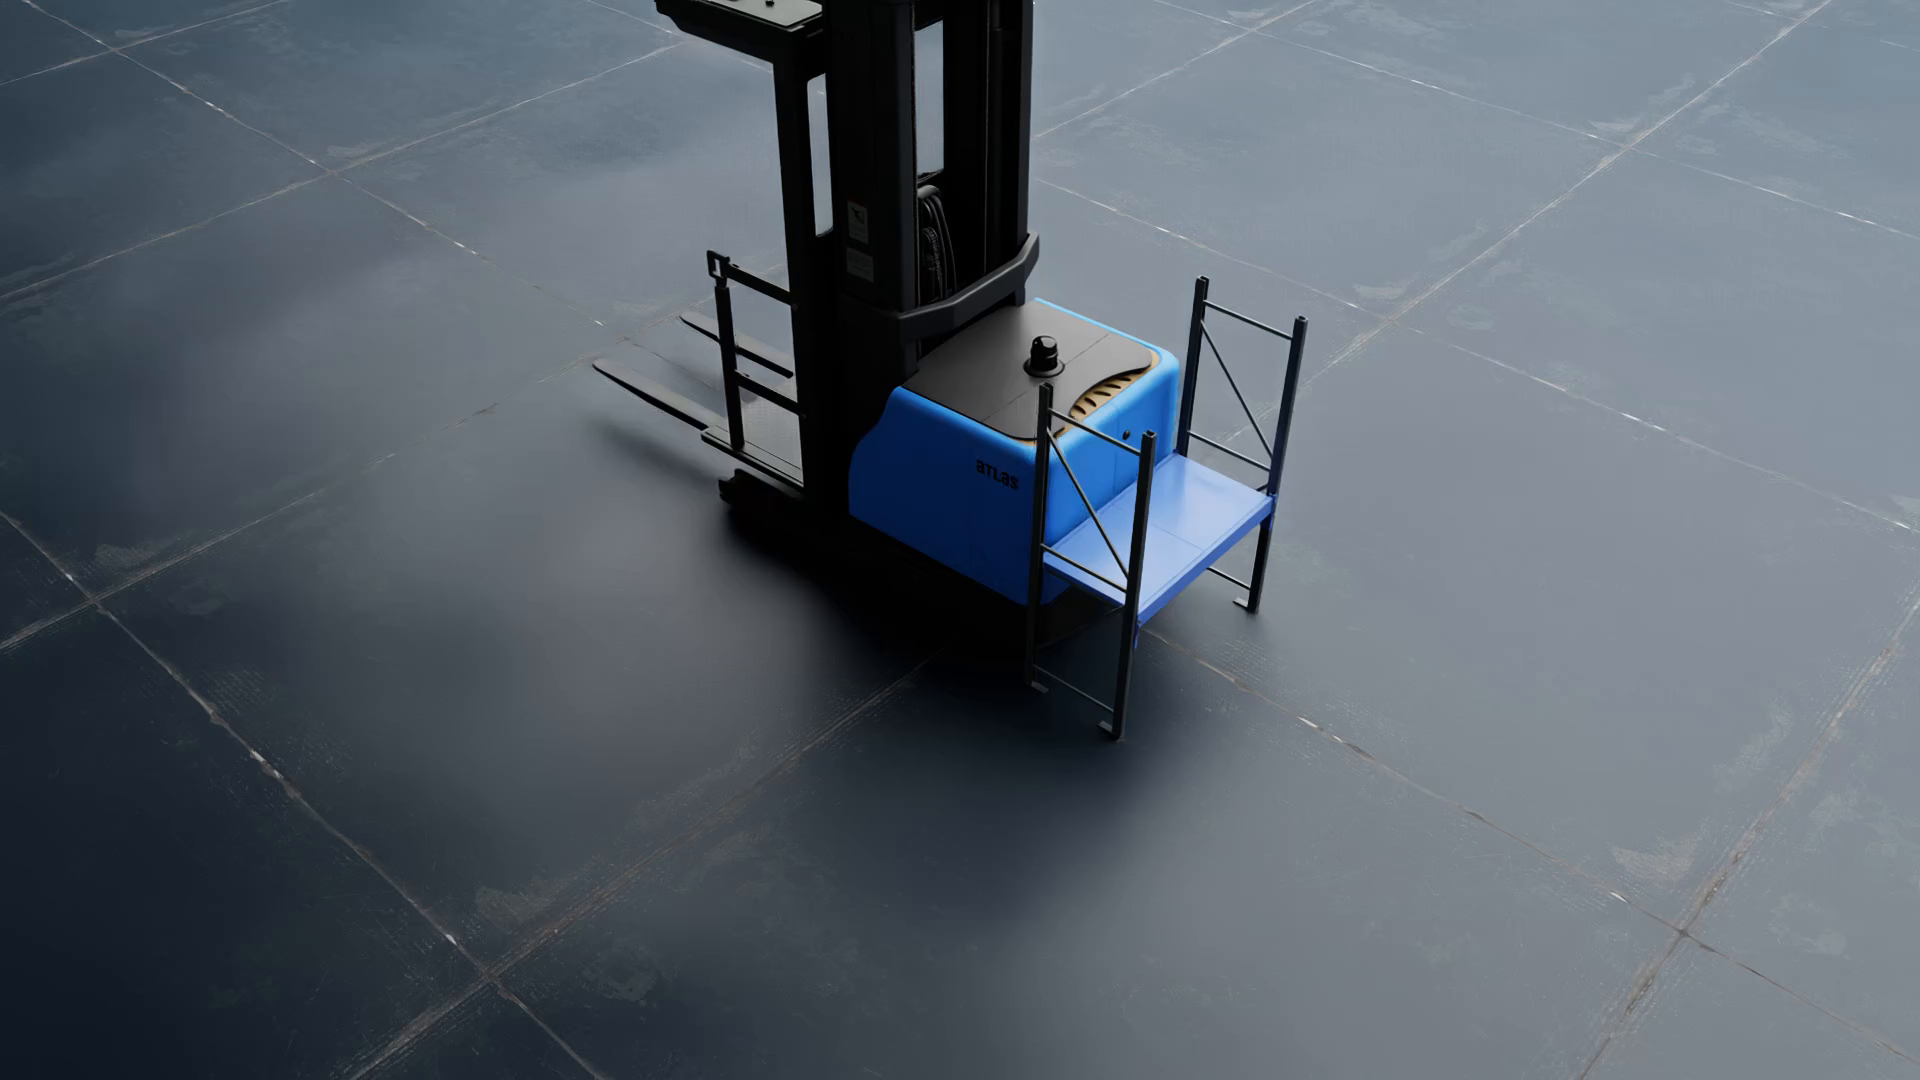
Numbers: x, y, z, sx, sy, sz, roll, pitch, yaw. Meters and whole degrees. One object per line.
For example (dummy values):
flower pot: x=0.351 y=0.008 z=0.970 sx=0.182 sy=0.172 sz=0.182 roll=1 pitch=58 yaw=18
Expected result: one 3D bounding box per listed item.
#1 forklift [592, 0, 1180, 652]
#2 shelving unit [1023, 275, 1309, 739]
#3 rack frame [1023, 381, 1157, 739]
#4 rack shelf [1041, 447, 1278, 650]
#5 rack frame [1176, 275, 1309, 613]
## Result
forklift: x=-0.513 y=-1.441 z=7.207 sx=3.031 sy=2.935 sz=1.130 roll=27 pitch=46 yaw=30
shelving unit: x=0.806 y=-0.128 z=6.698 sx=0.538 sy=1.500 sz=1.048 roll=29 pitch=47 yaw=29
rack frame: x=0.478 y=0.113 z=6.394 sx=0.500 sy=1.500 sz=0.032 roll=29 pitch=47 yaw=29
rack shelf: x=0.803 y=0.011 z=6.812 sx=0.538 sy=0.185 sz=1.000 roll=29 pitch=47 yaw=29
rack frame: x=1.133 y=-0.370 z=7.002 sx=0.500 sy=1.500 sz=0.032 roll=29 pitch=47 yaw=29
